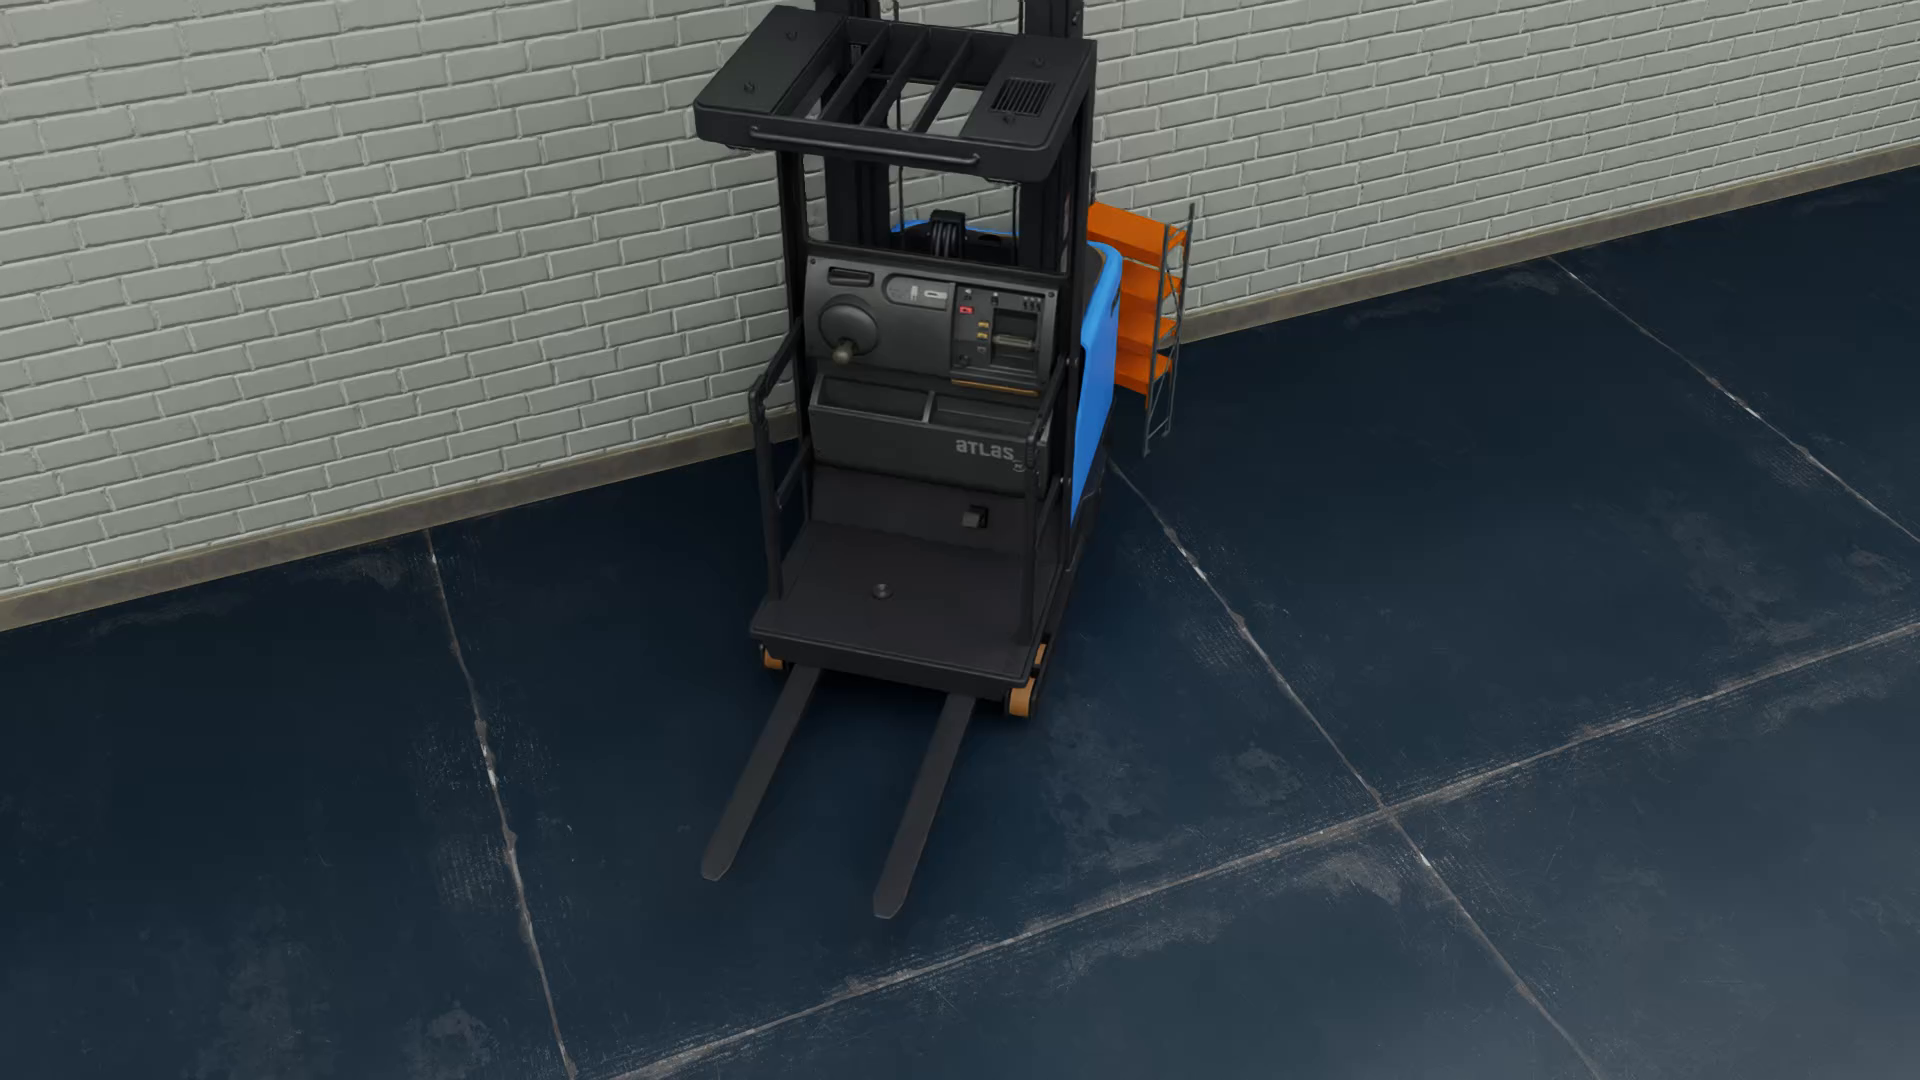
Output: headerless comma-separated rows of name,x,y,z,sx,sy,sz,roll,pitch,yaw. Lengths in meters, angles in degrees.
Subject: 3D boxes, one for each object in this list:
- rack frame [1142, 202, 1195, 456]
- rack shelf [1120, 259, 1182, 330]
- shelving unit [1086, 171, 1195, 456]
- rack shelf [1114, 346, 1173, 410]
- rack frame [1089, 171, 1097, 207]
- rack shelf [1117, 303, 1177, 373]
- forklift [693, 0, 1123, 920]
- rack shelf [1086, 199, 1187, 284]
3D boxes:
rack frame,0.922,-0.913,7.388,0.015,1.200,0.240,24,45,26
rack shelf,0.723,-1.123,7.393,0.480,0.148,0.258,24,45,26
shelving unit,0.721,-1.003,7.493,0.503,1.200,0.258,24,45,26
rack shelf,0.718,-0.799,7.663,0.480,0.148,0.258,24,45,26
rack frame,0.520,-1.094,7.598,0.015,1.200,0.240,24,45,26
rack shelf,0.720,-0.952,7.536,0.480,0.148,0.258,24,45,26
forklift,-0.164,-0.707,5.824,1.130,2.935,3.031,10,42,11
rack shelf,0.725,-1.305,7.241,0.480,0.148,0.258,24,45,26
